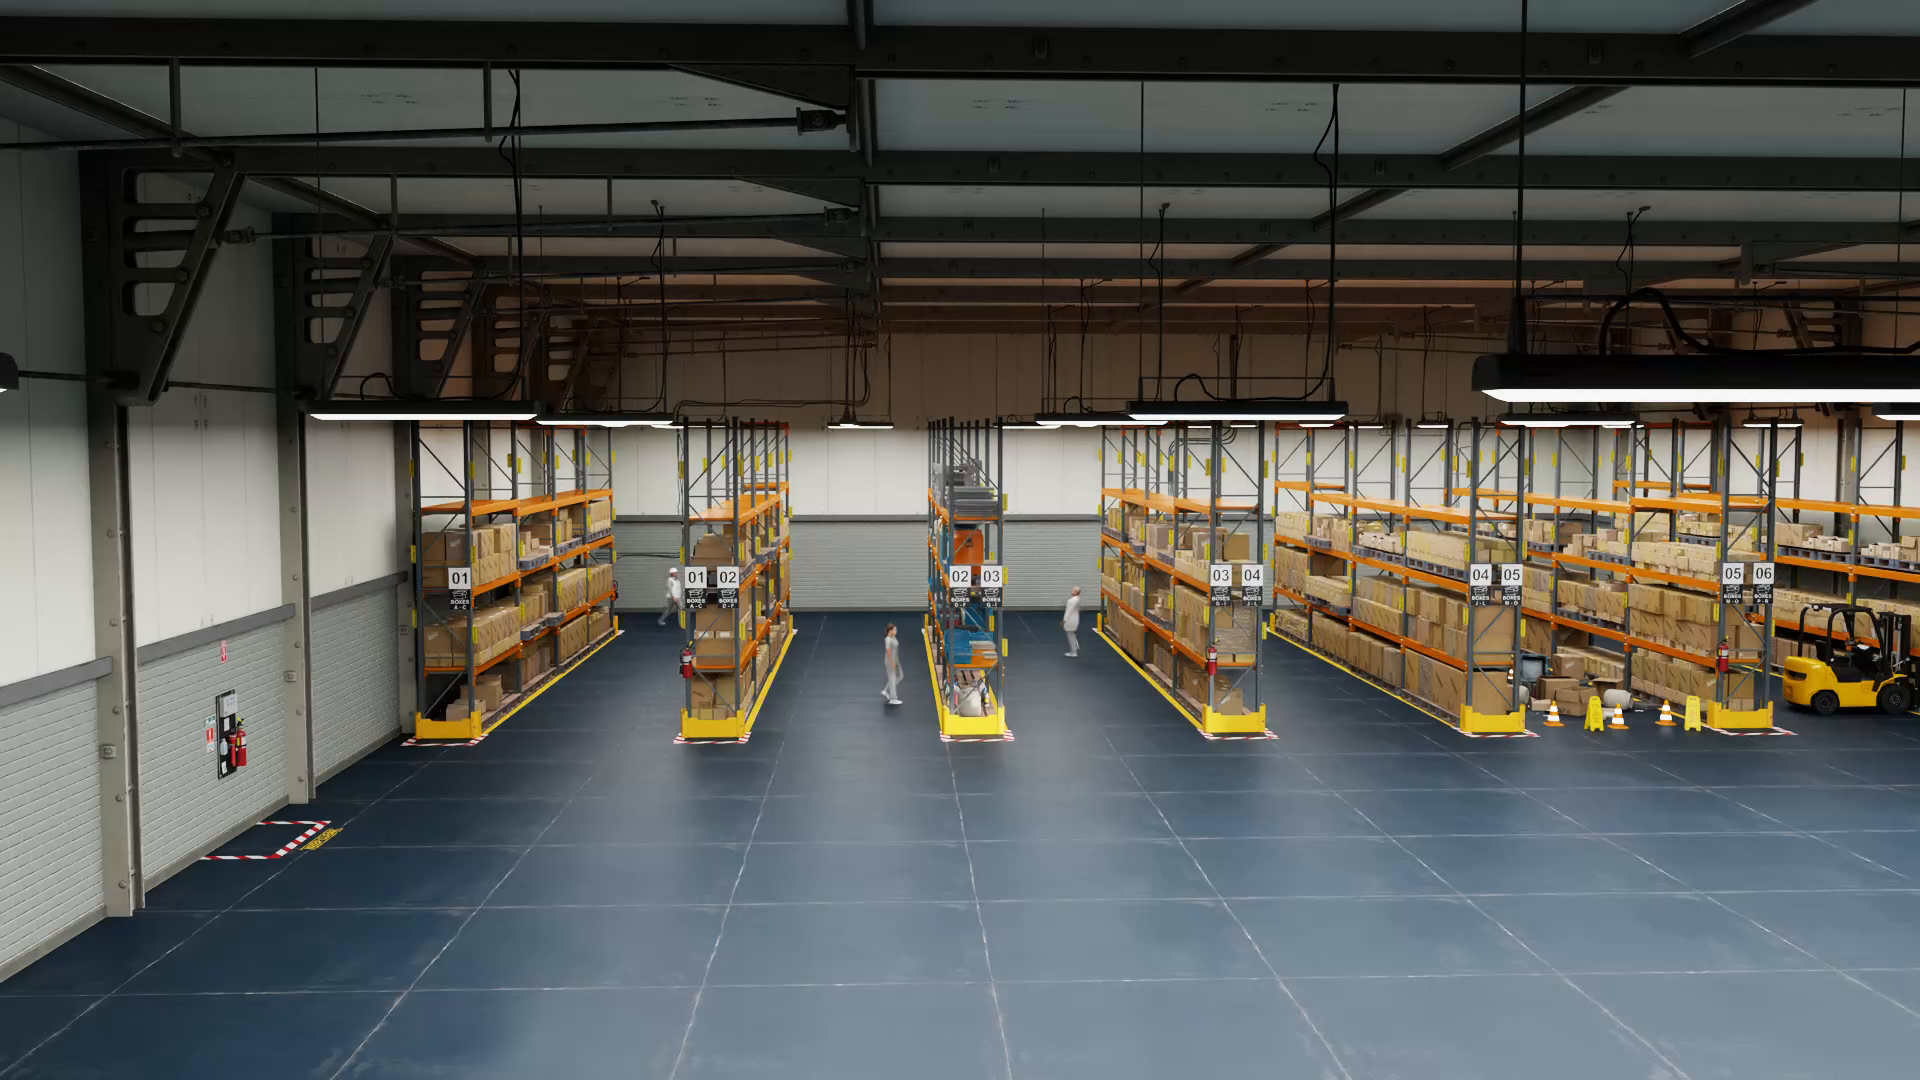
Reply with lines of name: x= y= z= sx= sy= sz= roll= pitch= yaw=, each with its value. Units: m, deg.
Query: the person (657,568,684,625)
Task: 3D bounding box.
person: x=-8.386 y=1.686 z=48.759 sx=0.967 sy=1.738 sz=0.575 roll=1 pitch=4 yaw=16

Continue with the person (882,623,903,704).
person: x=-1.404 y=2.595 z=35.062 sx=0.533 sy=1.674 sz=0.569 roll=1 pitch=4 yaw=17

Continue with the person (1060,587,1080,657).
person: x=2.810 y=2.092 z=42.131 sx=0.513 sy=1.809 sz=0.623 roll=3 pitch=5 yaw=41
